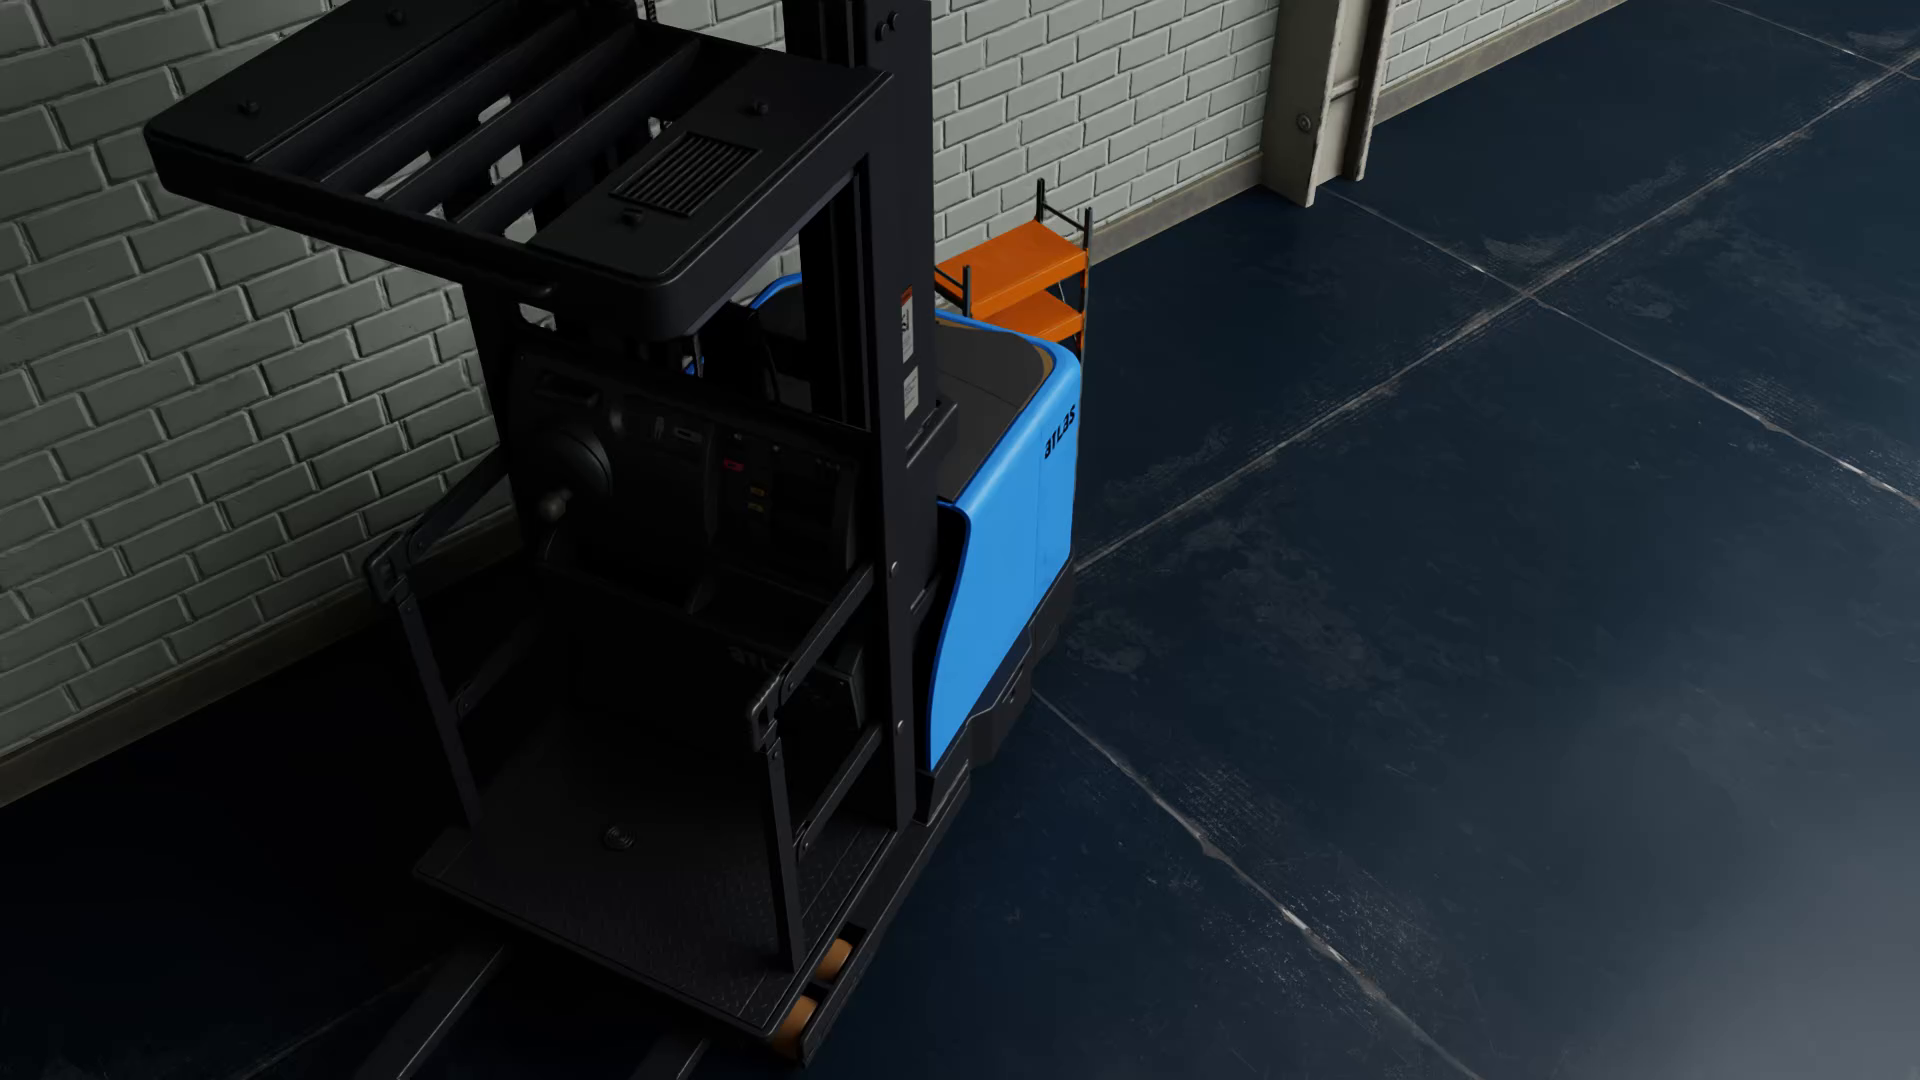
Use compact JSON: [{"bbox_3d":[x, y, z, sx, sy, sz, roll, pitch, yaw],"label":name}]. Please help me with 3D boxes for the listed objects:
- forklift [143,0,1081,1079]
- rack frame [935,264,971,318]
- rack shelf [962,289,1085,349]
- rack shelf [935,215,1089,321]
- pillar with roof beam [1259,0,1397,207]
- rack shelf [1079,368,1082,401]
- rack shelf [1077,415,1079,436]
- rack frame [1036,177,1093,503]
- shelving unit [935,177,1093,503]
[{"bbox_3d":[-0.739,-0.073,3.687,1.130,2.935,3.031,19,46,19],"label":"forklift"},{"bbox_3d":[-0.050,-0.417,5.318,0.015,1.200,0.240,-30,51,-28],"label":"rack frame"},{"bbox_3d":[0.137,-0.638,5.325,0.480,0.148,0.258,-30,51,-28],"label":"rack shelf"},{"bbox_3d":[0.137,-0.811,5.163,0.480,0.148,0.258,-30,51,-28],"label":"rack shelf"},{"bbox_3d":[4.332,-2.646,1.994,0.400,9.000,9.100,-30,51,-28],"label":"pillar with roof beam"},{"bbox_3d":[0.137,-0.475,5.478,0.480,0.148,0.258,-30,51,-28],"label":"rack shelf"},{"bbox_3d":[0.137,-0.331,5.614,0.480,0.148,0.258,-30,51,-28],"label":"rack shelf"},{"bbox_3d":[0.324,-0.632,5.546,0.015,1.200,0.240,-30,51,-28],"label":"rack frame"},{"bbox_3d":[0.137,-0.524,5.432,0.503,1.200,0.258,-30,51,-28],"label":"shelving unit"}]
